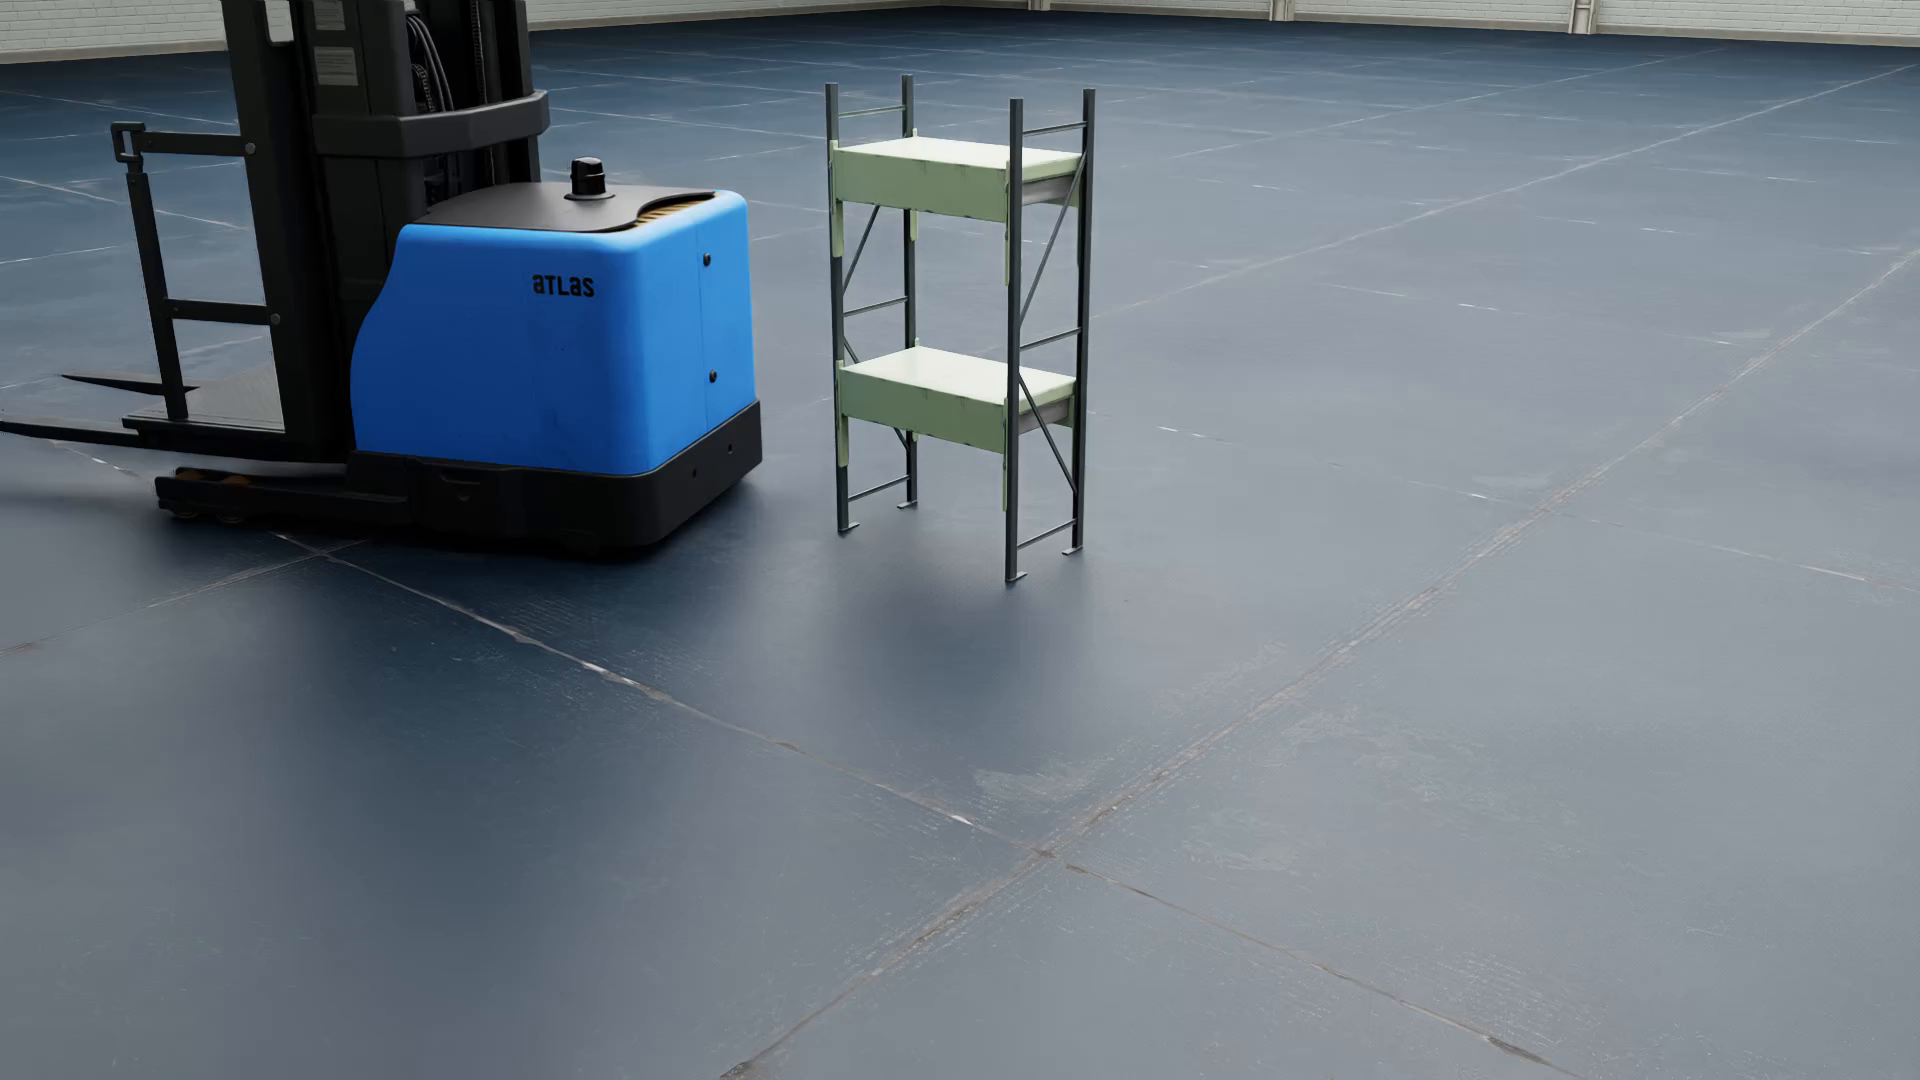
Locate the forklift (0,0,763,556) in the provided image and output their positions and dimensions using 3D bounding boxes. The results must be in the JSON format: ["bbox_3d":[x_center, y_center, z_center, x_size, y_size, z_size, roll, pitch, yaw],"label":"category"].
[{"bbox_3d":[-2.318,-1.598,5.753,3.031,2.935,1.130,6,21,15],"label":"forklift"}]

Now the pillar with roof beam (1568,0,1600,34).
[{"bbox_3d":[8.324,-12.032,24.821,0.400,9.000,9.100,16,26,36],"label":"pillar with roof beam"}]

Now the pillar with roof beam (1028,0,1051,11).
[{"bbox_3d":[-0.972,-14.709,31.921,0.400,9.000,9.100,16,26,36],"label":"pillar with roof beam"}]

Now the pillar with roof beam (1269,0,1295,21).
[{"bbox_3d":[3.676,-13.371,28.371,0.400,9.000,9.100,16,26,36],"label":"pillar with roof beam"}]

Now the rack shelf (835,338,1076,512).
[{"bbox_3d":[-0.005,-0.398,5.523,0.720,0.370,0.431,16,26,36],"label":"rack shelf"}]

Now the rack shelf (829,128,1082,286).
[{"bbox_3d":[-0.005,-1.068,5.270,0.720,0.370,0.431,16,26,36],"label":"rack shelf"}]

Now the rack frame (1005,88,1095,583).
[{"bbox_3d":[0.278,-0.622,5.191,0.023,1.500,0.400,16,26,36],"label":"rack frame"}]

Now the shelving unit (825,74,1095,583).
[{"bbox_3d":[-0.005,-0.703,5.407,0.755,1.500,0.431,16,26,36],"label":"shelving unit"}]

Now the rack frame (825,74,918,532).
[{"bbox_3d":[-0.289,-0.785,5.624,0.023,1.500,0.400,16,26,36],"label":"rack frame"}]
